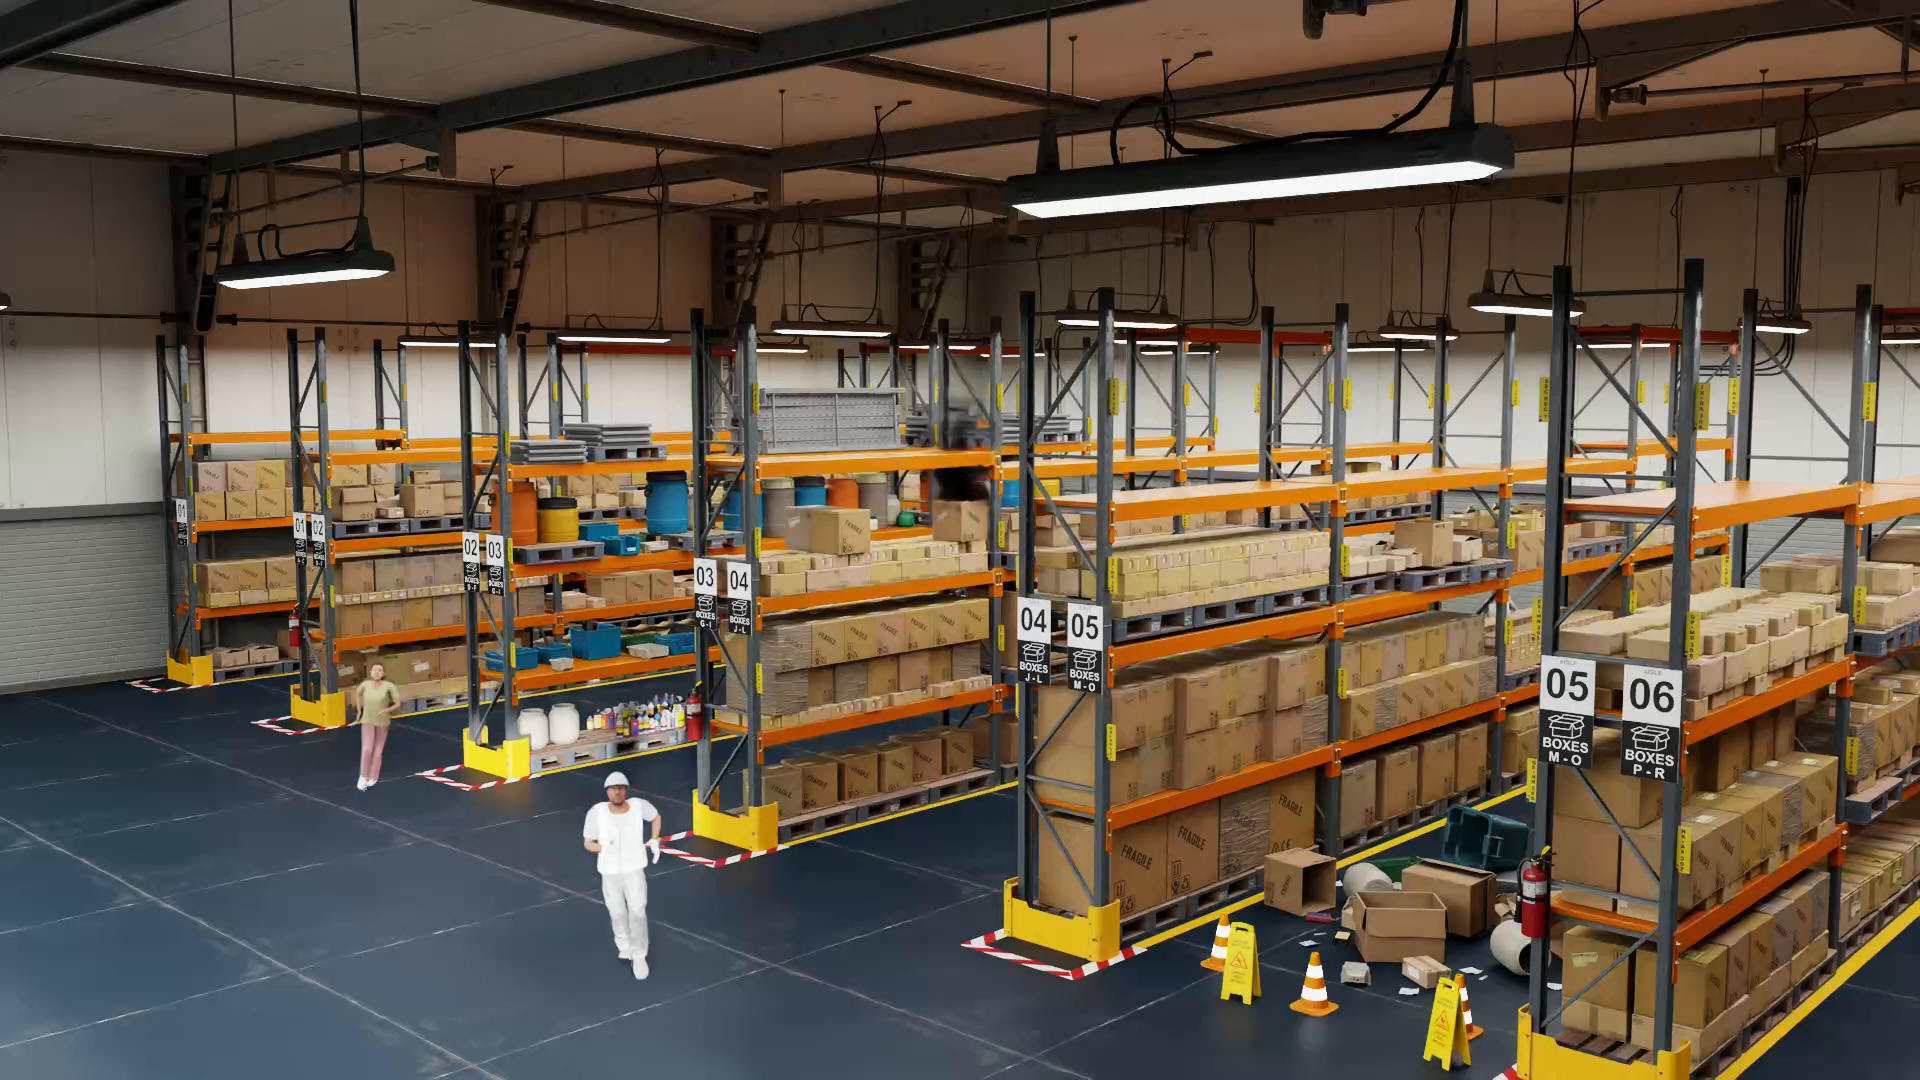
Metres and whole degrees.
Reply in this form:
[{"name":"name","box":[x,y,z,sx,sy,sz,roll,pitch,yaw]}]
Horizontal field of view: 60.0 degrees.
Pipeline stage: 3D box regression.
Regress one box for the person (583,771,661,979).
[{"name":"person","box":[-2.972,2.921,14.623,0.635,1.813,0.727,0,5,-5]}]

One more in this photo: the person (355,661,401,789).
[{"name":"person","box":[-7.405,2.352,21.147,0.569,1.634,0.630,-1,6,-13]}]

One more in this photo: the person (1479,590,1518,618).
[{"name":"person","box":[9.463,1.583,29.190,0.691,1.719,0.844,1,5,9]}]
